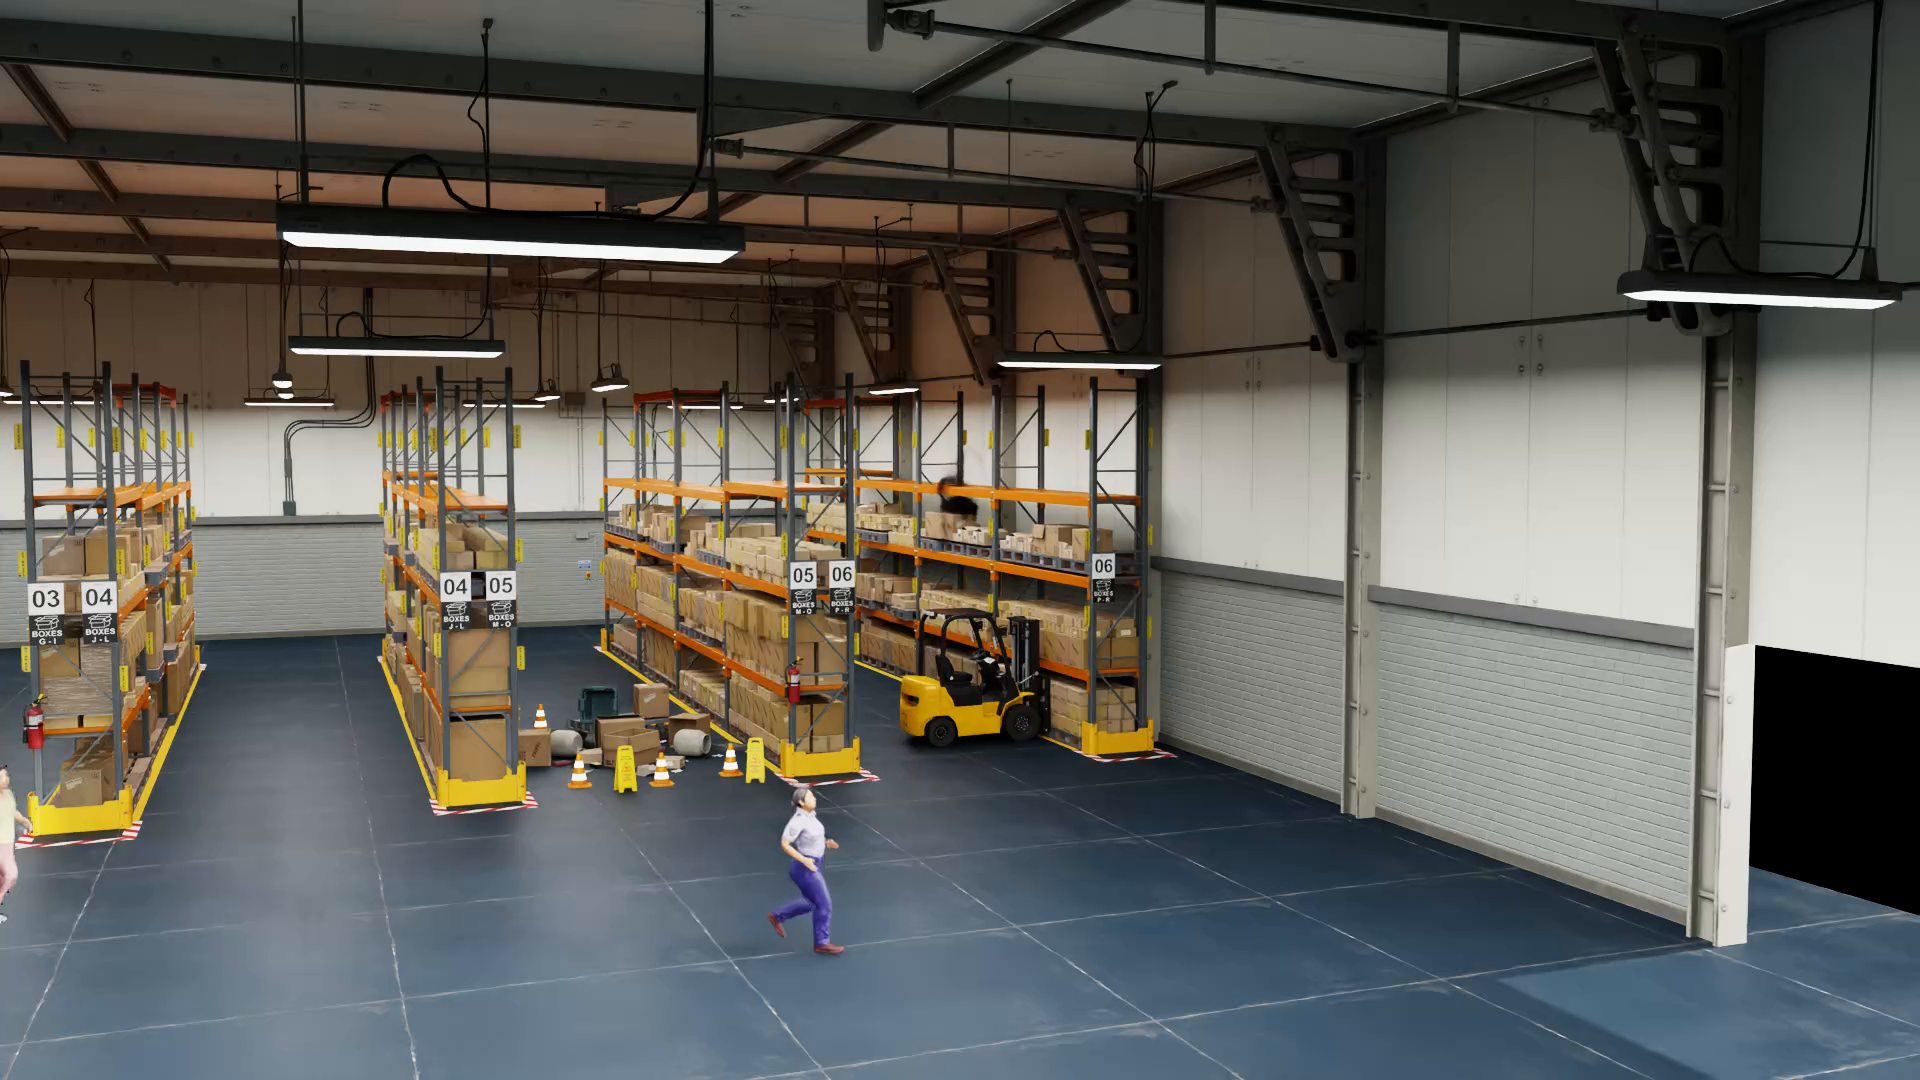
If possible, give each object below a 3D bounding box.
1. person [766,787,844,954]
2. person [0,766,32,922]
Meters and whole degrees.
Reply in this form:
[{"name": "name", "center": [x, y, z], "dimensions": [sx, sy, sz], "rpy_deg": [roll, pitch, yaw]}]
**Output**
[{"name": "person", "center": [-1.528, 3.216, 16.262], "dimensions": [0.803, 1.611, 0.620], "rpy_deg": [0, 3, 7]}, {"name": "person", "center": [-9.906, 3.143, 17.169], "dimensions": [0.564, 1.641, 0.587], "rpy_deg": [1, 3, 9]}]
